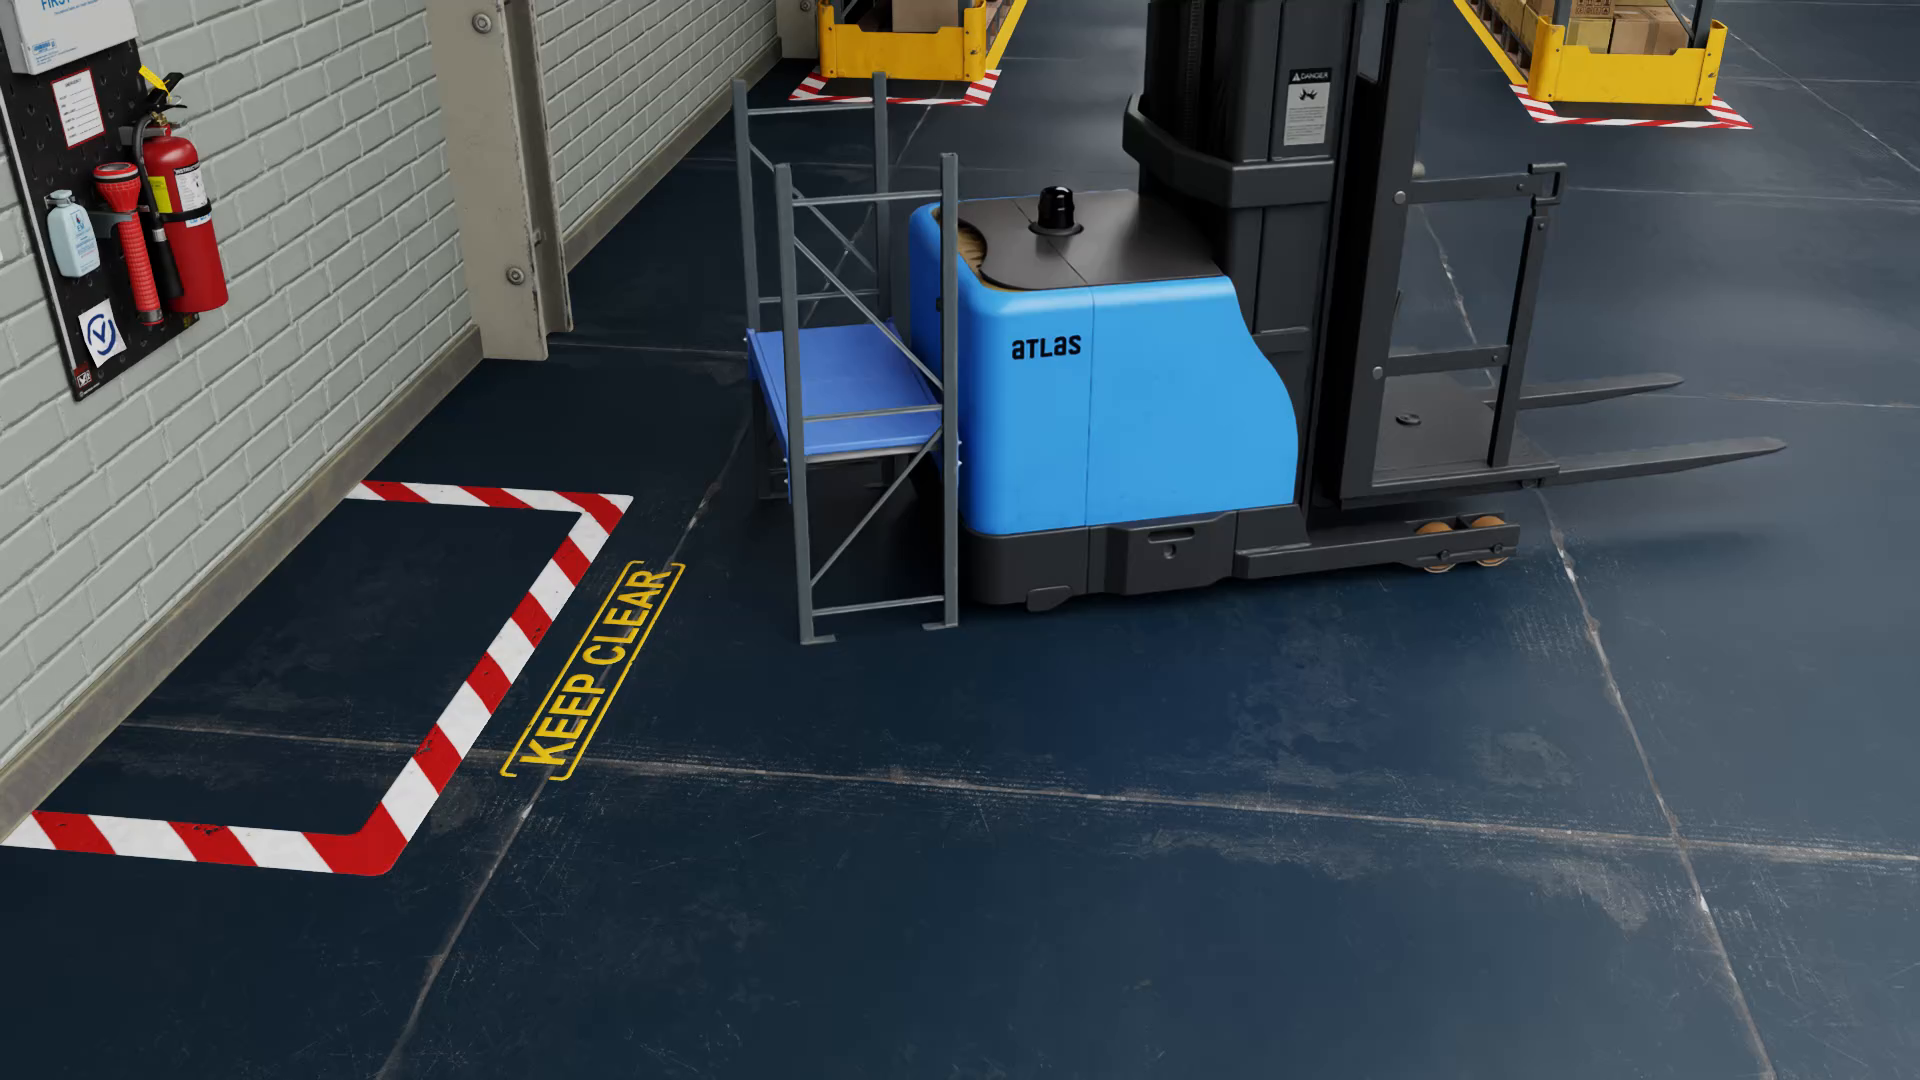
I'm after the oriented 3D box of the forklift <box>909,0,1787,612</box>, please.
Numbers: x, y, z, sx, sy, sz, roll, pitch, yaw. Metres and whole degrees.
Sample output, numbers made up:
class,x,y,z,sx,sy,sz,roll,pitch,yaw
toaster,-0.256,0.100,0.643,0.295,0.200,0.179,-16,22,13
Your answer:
class,x,y,z,sx,sy,sz,roll,pitch,yaw
forklift,1.388,-1.418,5.292,3.031,2.935,1.130,-6,29,-12

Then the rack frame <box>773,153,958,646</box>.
class,x,y,z,sx,sy,sz,roll,pitch,yaw
rack frame,-0.253,-0.366,4.849,0.500,1.500,0.032,-6,29,-12

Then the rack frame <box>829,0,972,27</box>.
class,x,y,z,sx,sy,sz,roll,pitch,yaw
rack frame,-0.419,-4.643,11.205,1.000,3.000,0.127,3,28,6

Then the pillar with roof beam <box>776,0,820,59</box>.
class,x,y,z,sx,sy,sz,roll,pitch,yaw
pillar with roof beam,3.081,-7.413,10.023,9.100,9.000,0.400,3,28,6

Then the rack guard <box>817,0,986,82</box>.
class,x,y,z,sx,sy,sz,roll,pitch,yaw
rack guard,-0.409,-3.578,11.864,1.175,0.500,0.348,3,28,6

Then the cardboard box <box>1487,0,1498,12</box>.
class,x,y,z,sx,sy,sz,roll,pitch,yaw
cardboard box,4.443,-4.307,13.039,0.500,0.250,0.500,3,28,6

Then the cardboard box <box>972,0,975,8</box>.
class,x,y,z,sx,sy,sz,roll,pitch,yaw
cardboard box,-0.175,-4.242,12.831,0.500,0.311,0.500,6,29,10

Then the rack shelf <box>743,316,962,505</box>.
class,x,y,z,sx,sy,sz,roll,pitch,yaw
rack shelf,-0.370,-0.443,5.370,0.538,0.185,1.000,-6,29,-12

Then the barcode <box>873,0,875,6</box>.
class,x,y,z,sx,sy,sz,roll,pitch,yaw
barcode,-0.639,-4.009,12.390,0.001,0.075,0.075,3,28,6

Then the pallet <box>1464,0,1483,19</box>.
class,x,y,z,sx,sy,sz,roll,pitch,yaw
pallet,4.849,-4.640,14.140,1.003,0.211,1.213,3,28,6

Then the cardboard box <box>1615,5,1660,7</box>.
class,x,y,z,sx,sy,sz,roll,pitch,yaw
cardboard box,4.842,-3.806,12.108,0.500,0.250,0.500,3,28,6

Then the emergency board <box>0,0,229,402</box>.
class,x,y,z,sx,sy,sz,roll,pitch,yaw
emergency board,-2.267,-1.037,4.513,0.194,1.169,0.643,3,28,6

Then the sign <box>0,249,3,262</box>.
class,x,y,z,sx,sy,sz,roll,pitch,yaw
sign,-2.437,-0.799,4.032,0.001,0.329,0.234,3,28,6

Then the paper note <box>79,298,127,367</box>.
class,x,y,z,sx,sy,sz,roll,pitch,yaw
paper note,-2.357,-0.570,4.574,0.016,0.148,0.142,3,28,6

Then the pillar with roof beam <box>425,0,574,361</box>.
class,x,y,z,sx,sy,sz,roll,pitch,yaw
pillar with roof beam,2.346,-4.589,4.780,9.100,9.000,0.400,3,28,6

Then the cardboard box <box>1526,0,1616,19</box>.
class,x,y,z,sx,sy,sz,roll,pitch,yaw
cardboard box,4.269,-3.931,11.549,0.500,0.500,0.500,3,28,6

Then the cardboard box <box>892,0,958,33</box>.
class,x,y,z,sx,sy,sz,roll,pitch,yaw
cardboard box,-0.245,-3.973,12.333,0.500,0.311,0.500,0,28,0

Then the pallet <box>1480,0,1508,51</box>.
class,x,y,z,sx,sy,sz,roll,pitch,yaw
pallet,4.702,-4.064,13.071,1.003,0.211,1.213,3,28,6

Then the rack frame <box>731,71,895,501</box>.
class,x,y,z,sx,sy,sz,roll,pitch,yaw
rack frame,-0.486,-0.836,5.720,0.500,1.500,0.032,-6,29,-12

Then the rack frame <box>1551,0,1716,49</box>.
class,x,y,z,sx,sy,sz,roll,pitch,yaw
rack frame,4.498,-4.357,10.674,1.000,3.000,0.127,3,28,6

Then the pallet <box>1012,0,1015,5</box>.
class,x,y,z,sx,sy,sz,roll,pitch,yaw
pallet,0.024,-4.980,14.771,1.003,0.211,1.213,3,28,6

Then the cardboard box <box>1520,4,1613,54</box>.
class,x,y,z,sx,sy,sz,roll,pitch,yaw
cardboard box,4.271,-3.601,11.727,0.500,0.250,0.500,3,28,6

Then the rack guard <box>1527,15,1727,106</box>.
class,x,y,z,sx,sy,sz,roll,pitch,yaw
rack guard,4.495,-3.245,11.246,1.175,0.500,0.348,3,28,6

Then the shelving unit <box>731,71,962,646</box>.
class,x,y,z,sx,sy,sz,roll,pitch,yaw
shelving unit,-0.370,-0.601,5.285,0.538,1.500,1.048,-6,29,-12

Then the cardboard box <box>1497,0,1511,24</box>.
class,x,y,z,sx,sy,sz,roll,pitch,yaw
cardboard box,4.380,-4.072,12.602,0.500,0.250,0.500,3,28,6

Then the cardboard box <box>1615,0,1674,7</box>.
class,x,y,z,sx,sy,sz,roll,pitch,yaw
cardboard box,4.844,-4.136,11.930,0.500,0.500,0.500,3,28,6

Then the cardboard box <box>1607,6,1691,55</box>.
class,x,y,z,sx,sy,sz,roll,pitch,yaw
cardboard box,4.785,-3.570,11.671,0.500,0.250,0.500,3,28,6

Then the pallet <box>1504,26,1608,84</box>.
class,x,y,z,sx,sy,sz,roll,pitch,yaw
pallet,4.550,-3.491,12.008,1.003,0.211,1.213,3,28,6

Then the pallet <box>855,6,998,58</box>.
class,x,y,z,sx,sy,sz,roll,pitch,yaw
pallet,-0.275,-3.831,12.639,1.003,0.211,1.213,3,28,6

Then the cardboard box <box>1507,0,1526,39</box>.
class,x,y,z,sx,sy,sz,roll,pitch,yaw
cardboard box,4.320,-3.837,12.165,0.500,0.250,0.500,3,28,6

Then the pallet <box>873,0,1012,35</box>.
class,x,y,z,sx,sy,sz,roll,pitch,yaw
pallet,-0.123,-4.404,13.702,1.003,0.211,1.213,3,28,6
